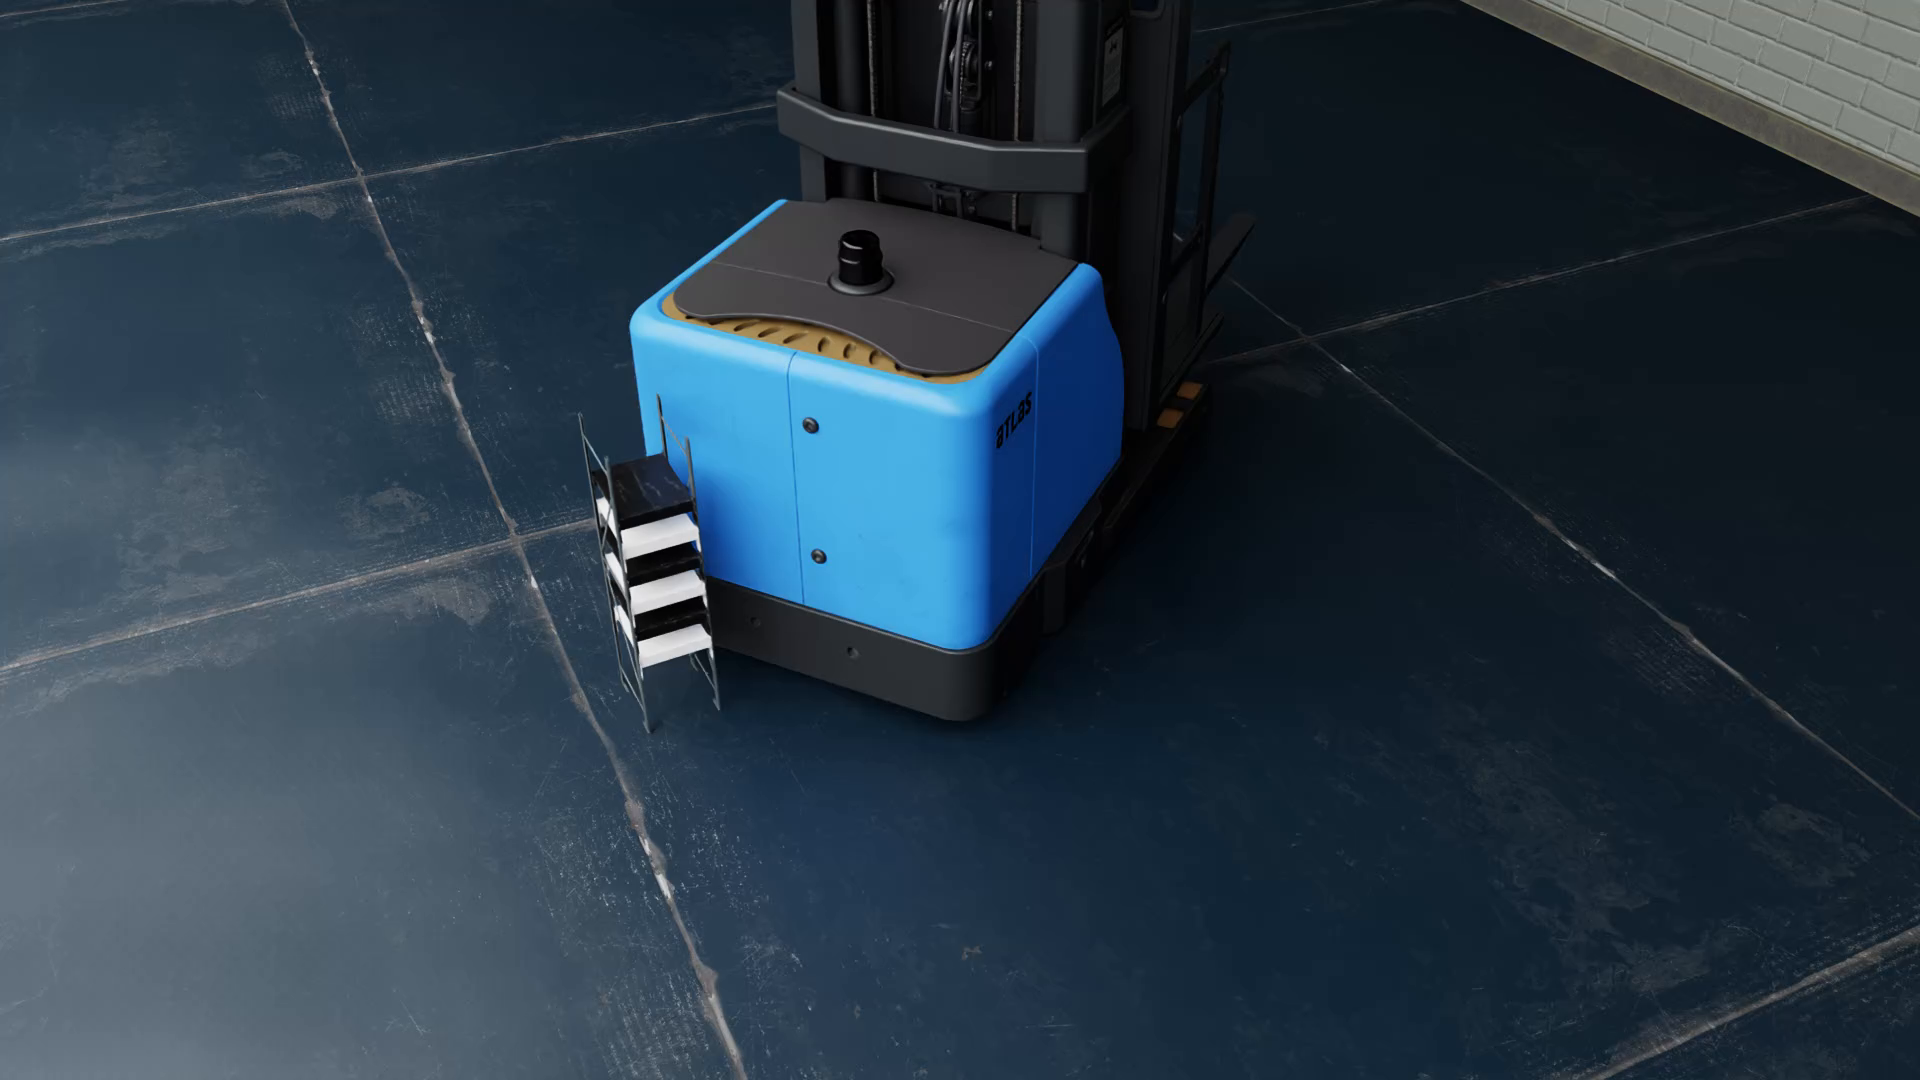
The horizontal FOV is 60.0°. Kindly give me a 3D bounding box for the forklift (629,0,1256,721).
[{"bbox_3d":[0.222,-1.559,4.891,1.130,2.935,3.031,16,39,20],"label":"forklift"}]

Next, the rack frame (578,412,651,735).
[{"bbox_3d":[-0.901,0.105,4.353,0.006,0.900,0.240,-17,40,-21],"label":"rack frame"}]

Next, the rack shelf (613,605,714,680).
[{"bbox_3d":[-0.810,0.249,4.517,0.200,0.077,0.258,-17,40,-21],"label":"rack shelf"}]

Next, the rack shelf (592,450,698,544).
[{"bbox_3d":[-0.810,-0.112,4.248,0.200,0.077,0.258,-17,40,-21],"label":"rack shelf"}]

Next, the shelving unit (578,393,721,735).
[{"bbox_3d":[-0.810,0.078,4.389,0.210,0.900,0.258,-17,40,-21],"label":"shelving unit"}]

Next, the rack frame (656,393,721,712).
[{"bbox_3d":[-0.719,0.050,4.426,0.006,0.900,0.240,-17,40,-21],"label":"rack frame"}]

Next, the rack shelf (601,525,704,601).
[{"bbox_3d":[-0.810,0.032,4.356,0.200,0.077,0.258,-17,40,-21],"label":"rack shelf"}]

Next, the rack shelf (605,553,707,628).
[{"bbox_3d":[-0.810,0.105,4.409,0.200,0.077,0.258,-17,40,-21],"label":"rack shelf"}]

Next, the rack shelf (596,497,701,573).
[{"bbox_3d":[-0.810,-0.040,4.302,0.200,0.077,0.258,-17,40,-21],"label":"rack shelf"}]

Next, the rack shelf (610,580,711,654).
[{"bbox_3d":[-0.810,0.177,4.463,0.200,0.077,0.258,-17,40,-21],"label":"rack shelf"}]
